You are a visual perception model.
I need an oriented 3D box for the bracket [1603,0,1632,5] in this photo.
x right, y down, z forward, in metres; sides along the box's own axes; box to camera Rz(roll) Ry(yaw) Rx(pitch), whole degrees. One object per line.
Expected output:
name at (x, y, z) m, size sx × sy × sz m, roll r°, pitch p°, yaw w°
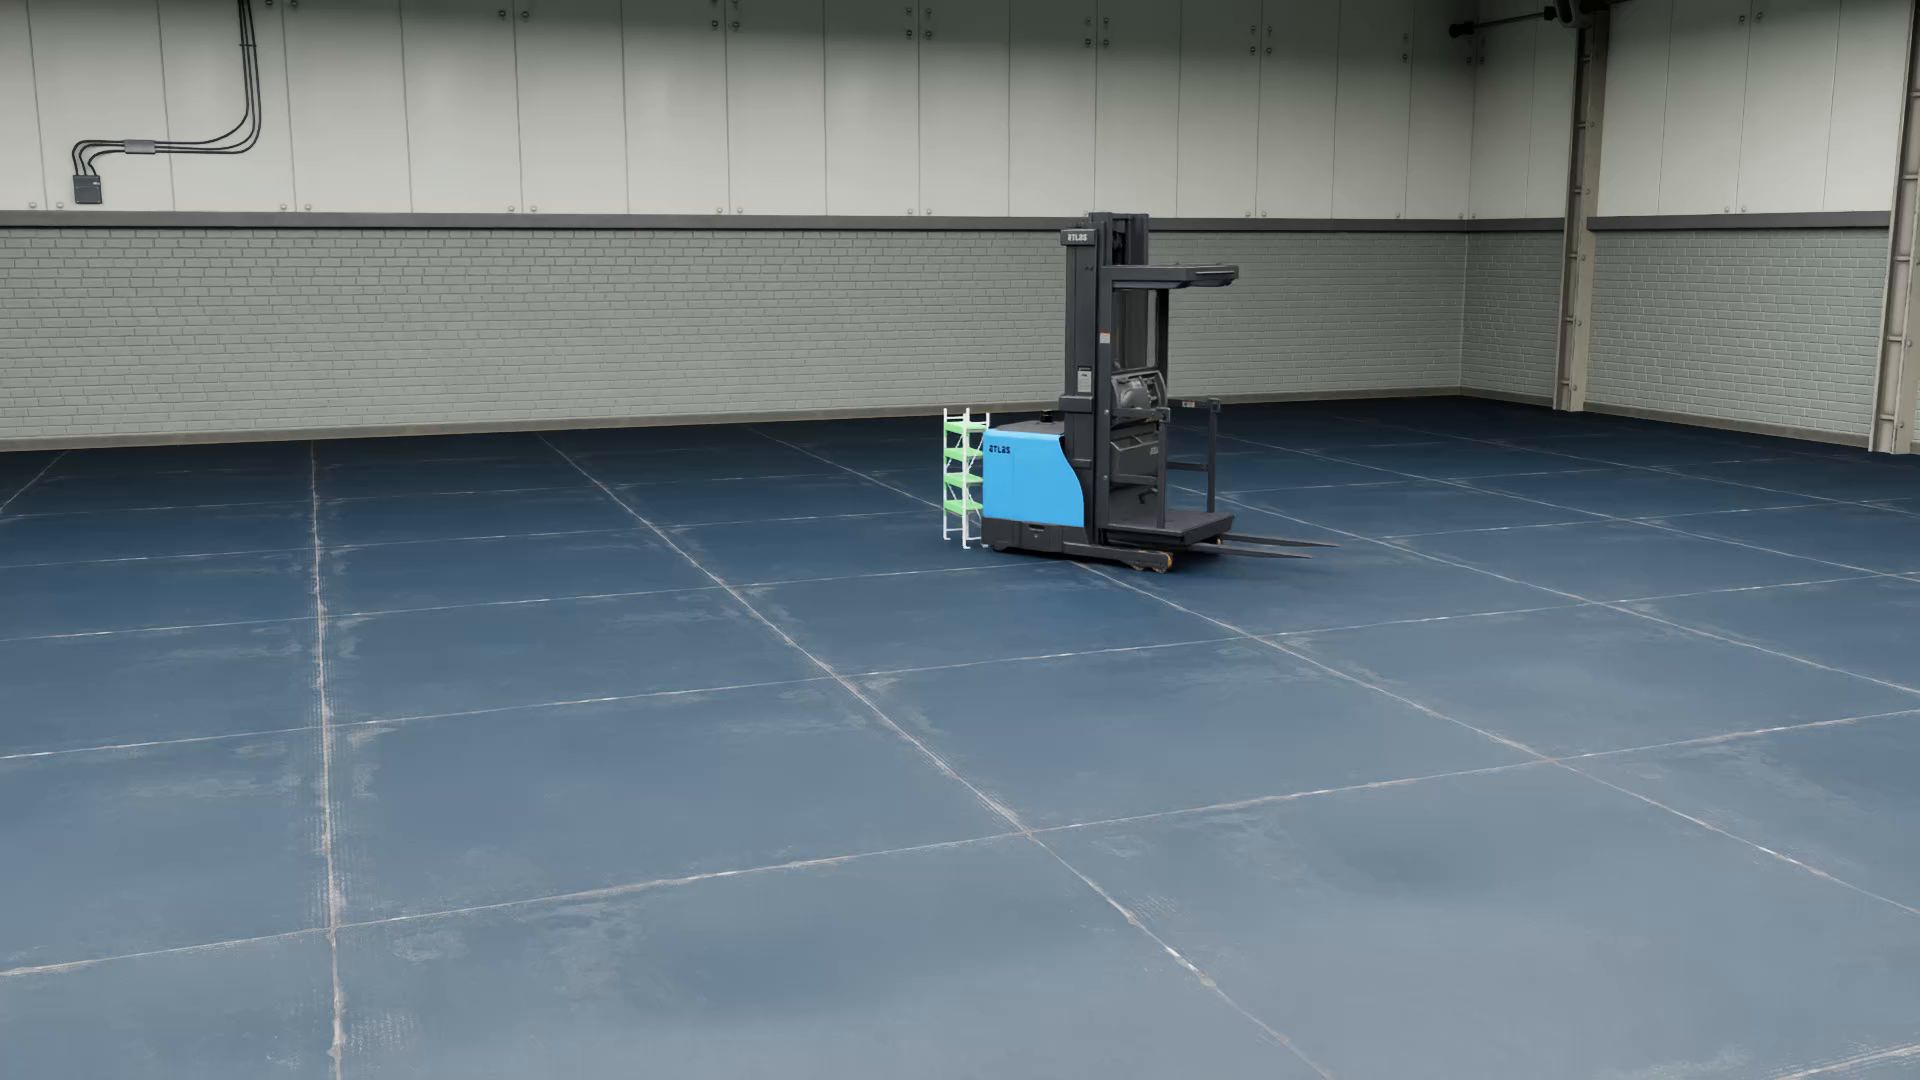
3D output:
bracket at (10.709, -7.819, 23.232) m, size 0.076 × 0.066 × 4.783 m, roll -4°, pitch 11°, yaw -21°

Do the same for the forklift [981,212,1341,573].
forklift at (1.702, -1.280, 14.075) m, size 3.031 × 2.935 × 1.130 m, roll 6°, pitch 12°, yaw 32°

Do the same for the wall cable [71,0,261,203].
wall cable at (-10.384, -7.397, 21.431) m, size 2.305 × 6.003 × 0.169 m, roll -4°, pitch 11°, yaw -21°

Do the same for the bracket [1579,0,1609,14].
bracket at (9.775, -8.239, 25.597) m, size 0.235 × 0.232 × 0.430 m, roll -4°, pitch 11°, yaw -21°

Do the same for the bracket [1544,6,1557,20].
bracket at (9.475, -8.375, 26.358) m, size 0.235 × 0.232 × 0.430 m, roll -4°, pitch 11°, yaw -21°

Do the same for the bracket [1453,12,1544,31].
bracket at (8.830, -8.665, 27.991) m, size 0.076 × 0.066 × 3.189 m, roll -4°, pitch 11°, yaw -21°

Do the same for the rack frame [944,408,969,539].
rack frame at (-0.033, -0.605, 15.221) m, size 0.240 × 1.200 × 0.015 m, roll -4°, pitch 11°, yaw -21°

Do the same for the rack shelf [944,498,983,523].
rack shelf at (0.053, -0.266, 15.050) m, size 0.258 × 0.148 × 0.480 m, roll -4°, pitch 11°, yaw -21°

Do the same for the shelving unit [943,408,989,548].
shelving unit at (0.054, -0.565, 14.996) m, size 0.258 × 1.200 × 0.503 m, roll -4°, pitch 11°, yaw -21°

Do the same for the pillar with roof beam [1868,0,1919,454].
pillar with roof beam at (8.118, -5.305, 19.378) m, size 9.100 × 9.000 × 0.400 m, roll -4°, pitch 11°, yaw -21°

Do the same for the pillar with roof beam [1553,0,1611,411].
pillar with roof beam at (5.943, -6.284, 24.884) m, size 9.100 × 9.000 × 0.548 m, roll -4°, pitch 11°, yaw -21°

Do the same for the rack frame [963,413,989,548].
rack frame at (0.142, -0.525, 14.772) m, size 0.240 × 1.200 × 0.015 m, roll -4°, pitch 11°, yaw -21°

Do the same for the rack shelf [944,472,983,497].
rack shelf at (0.054, -0.502, 15.008) m, size 0.258 × 0.148 × 0.480 m, roll -4°, pitch 11°, yaw -21°

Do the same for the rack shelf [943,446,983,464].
rack shelf at (0.055, -0.739, 14.966) m, size 0.258 × 0.148 × 0.480 m, roll -4°, pitch 11°, yaw -21°

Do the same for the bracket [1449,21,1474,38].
bracket at (8.616, -8.762, 28.533) m, size 0.235 × 0.232 × 0.430 m, roll -4°, pitch 11°, yaw -21°

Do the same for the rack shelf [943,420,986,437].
rack shelf at (0.056, -0.975, 14.923) m, size 0.258 × 0.148 × 0.480 m, roll -4°, pitch 11°, yaw -21°
